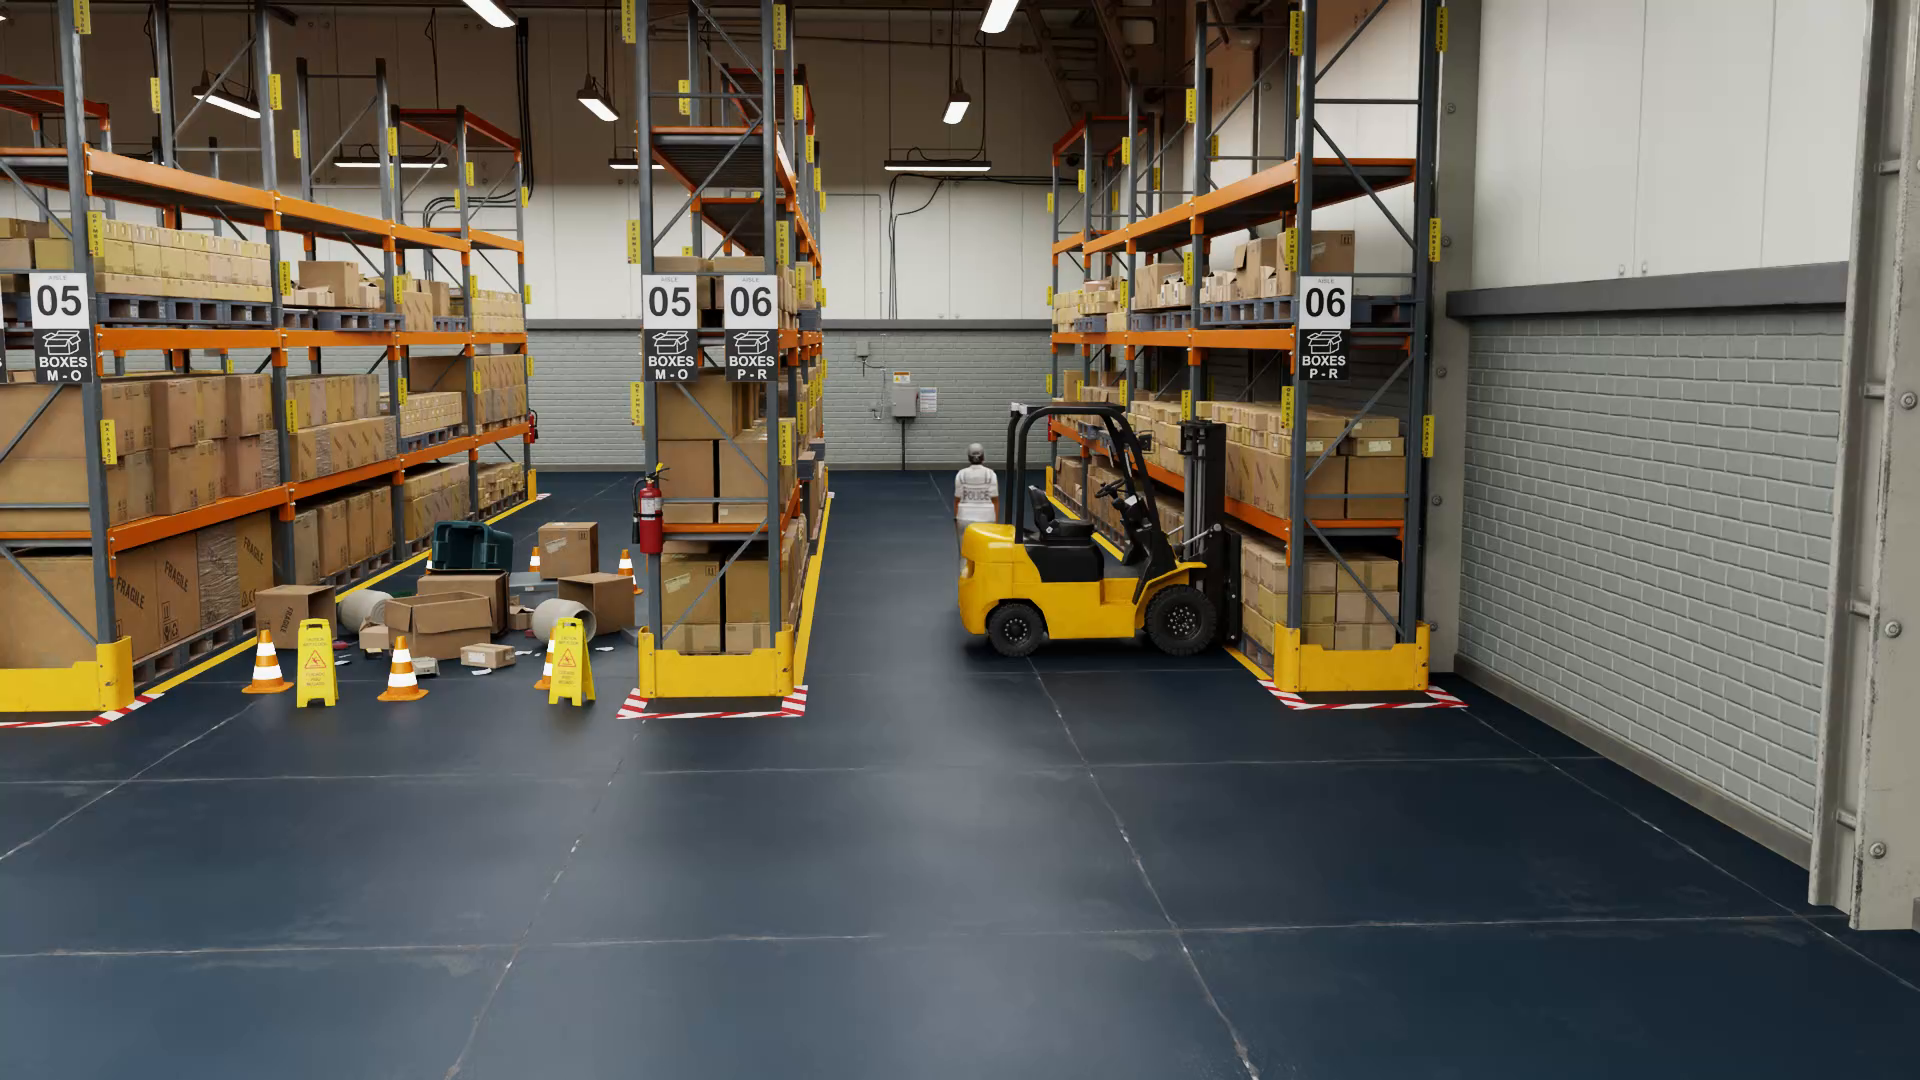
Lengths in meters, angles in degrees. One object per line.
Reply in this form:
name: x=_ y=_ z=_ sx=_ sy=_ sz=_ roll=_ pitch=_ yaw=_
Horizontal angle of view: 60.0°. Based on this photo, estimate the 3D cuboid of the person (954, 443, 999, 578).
person: x=0.187 y=-0.195 z=17.062 sx=0.488 sy=1.598 sz=0.447 roll=0 pitch=7 yaw=1
